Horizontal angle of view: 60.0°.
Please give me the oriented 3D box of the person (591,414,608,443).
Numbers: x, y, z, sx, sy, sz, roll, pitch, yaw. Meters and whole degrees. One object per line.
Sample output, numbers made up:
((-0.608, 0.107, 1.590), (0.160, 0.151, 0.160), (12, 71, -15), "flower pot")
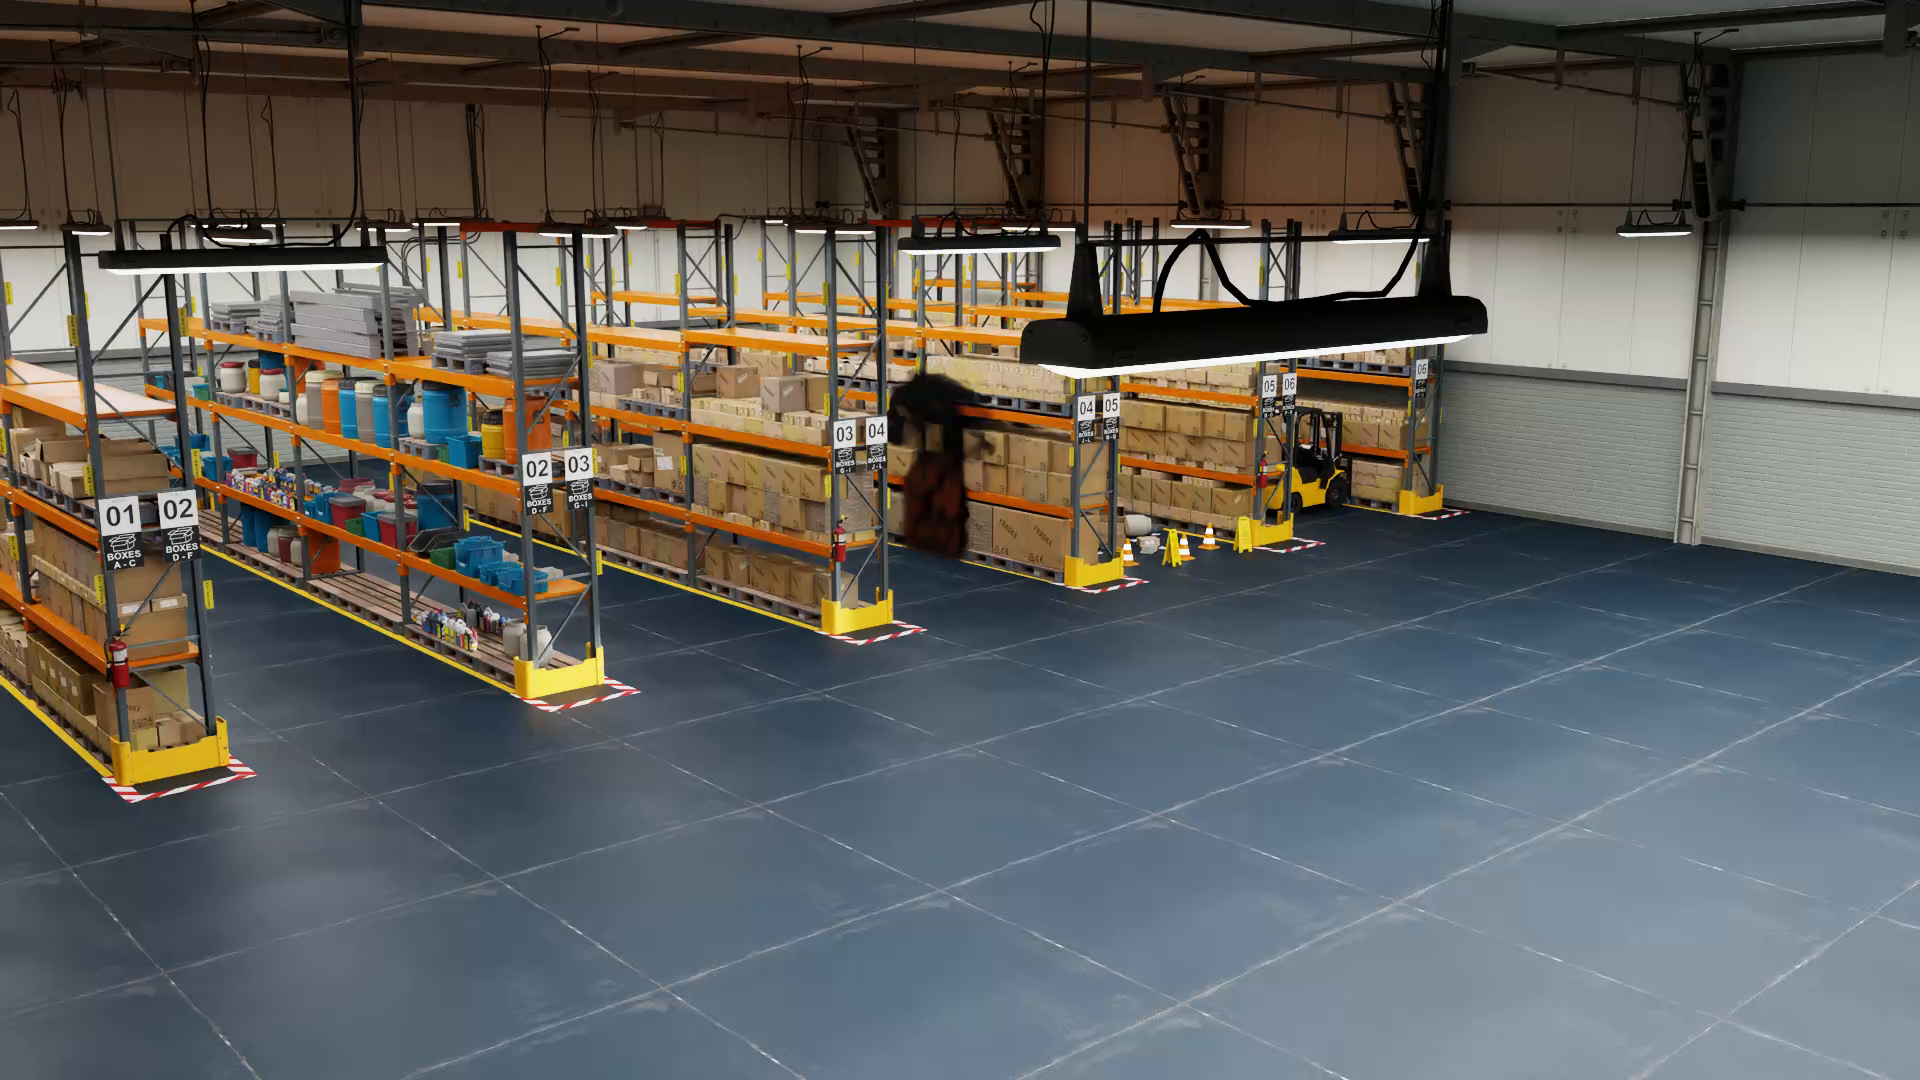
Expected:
((-8.880, -2.737, 40.989), (0.671, 1.800, 0.728), (6, 13, 29), "person")

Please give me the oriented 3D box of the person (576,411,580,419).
((-8.539, -2.072, 37.730), (0.633, 1.794, 0.687), (-6, 13, -28), "person")

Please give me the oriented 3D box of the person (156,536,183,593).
((-13.195, 0.044, 27.662), (0.546, 1.606, 0.804), (-9, 14, -37), "person")
